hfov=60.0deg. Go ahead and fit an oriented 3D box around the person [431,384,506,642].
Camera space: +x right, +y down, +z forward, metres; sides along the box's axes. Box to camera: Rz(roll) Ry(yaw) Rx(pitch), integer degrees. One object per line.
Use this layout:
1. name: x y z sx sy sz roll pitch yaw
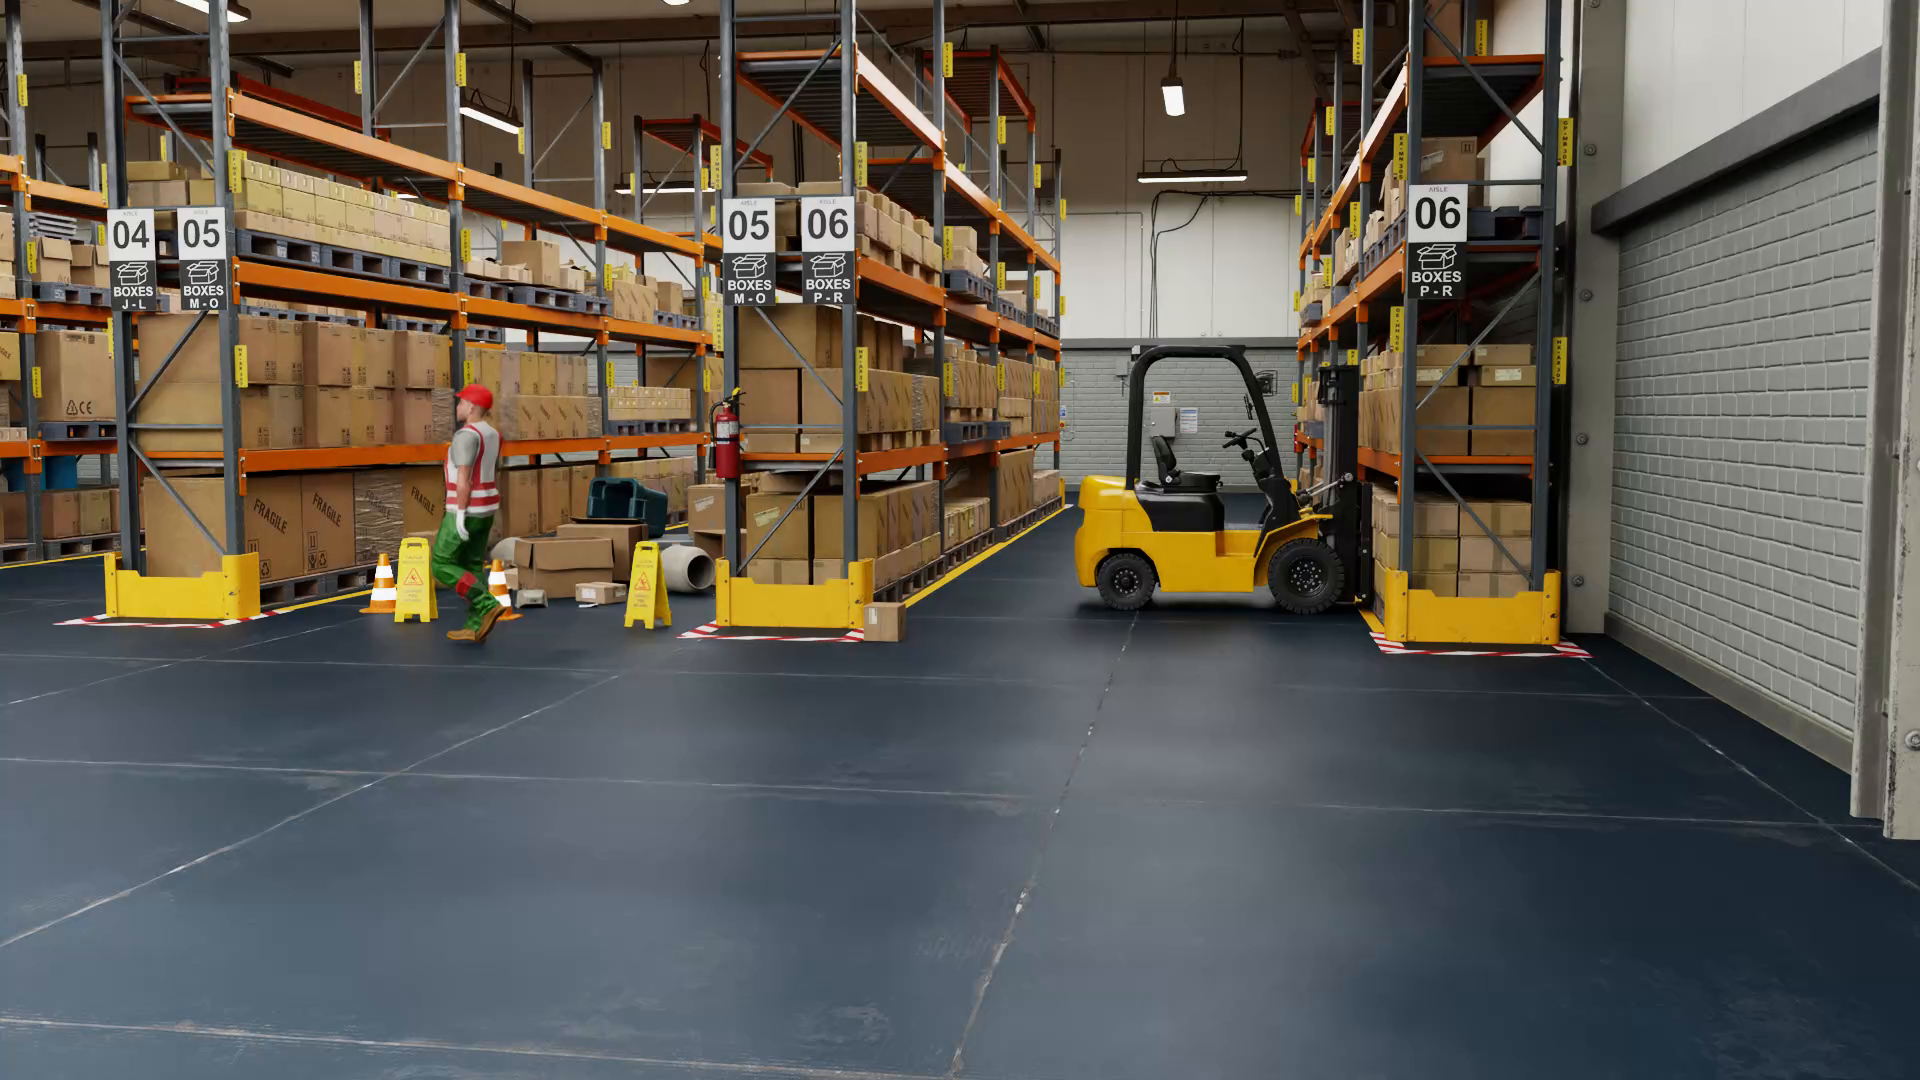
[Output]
1. person: -3.342 -0.181 11.451 0.514 1.782 0.540 1 4 12
